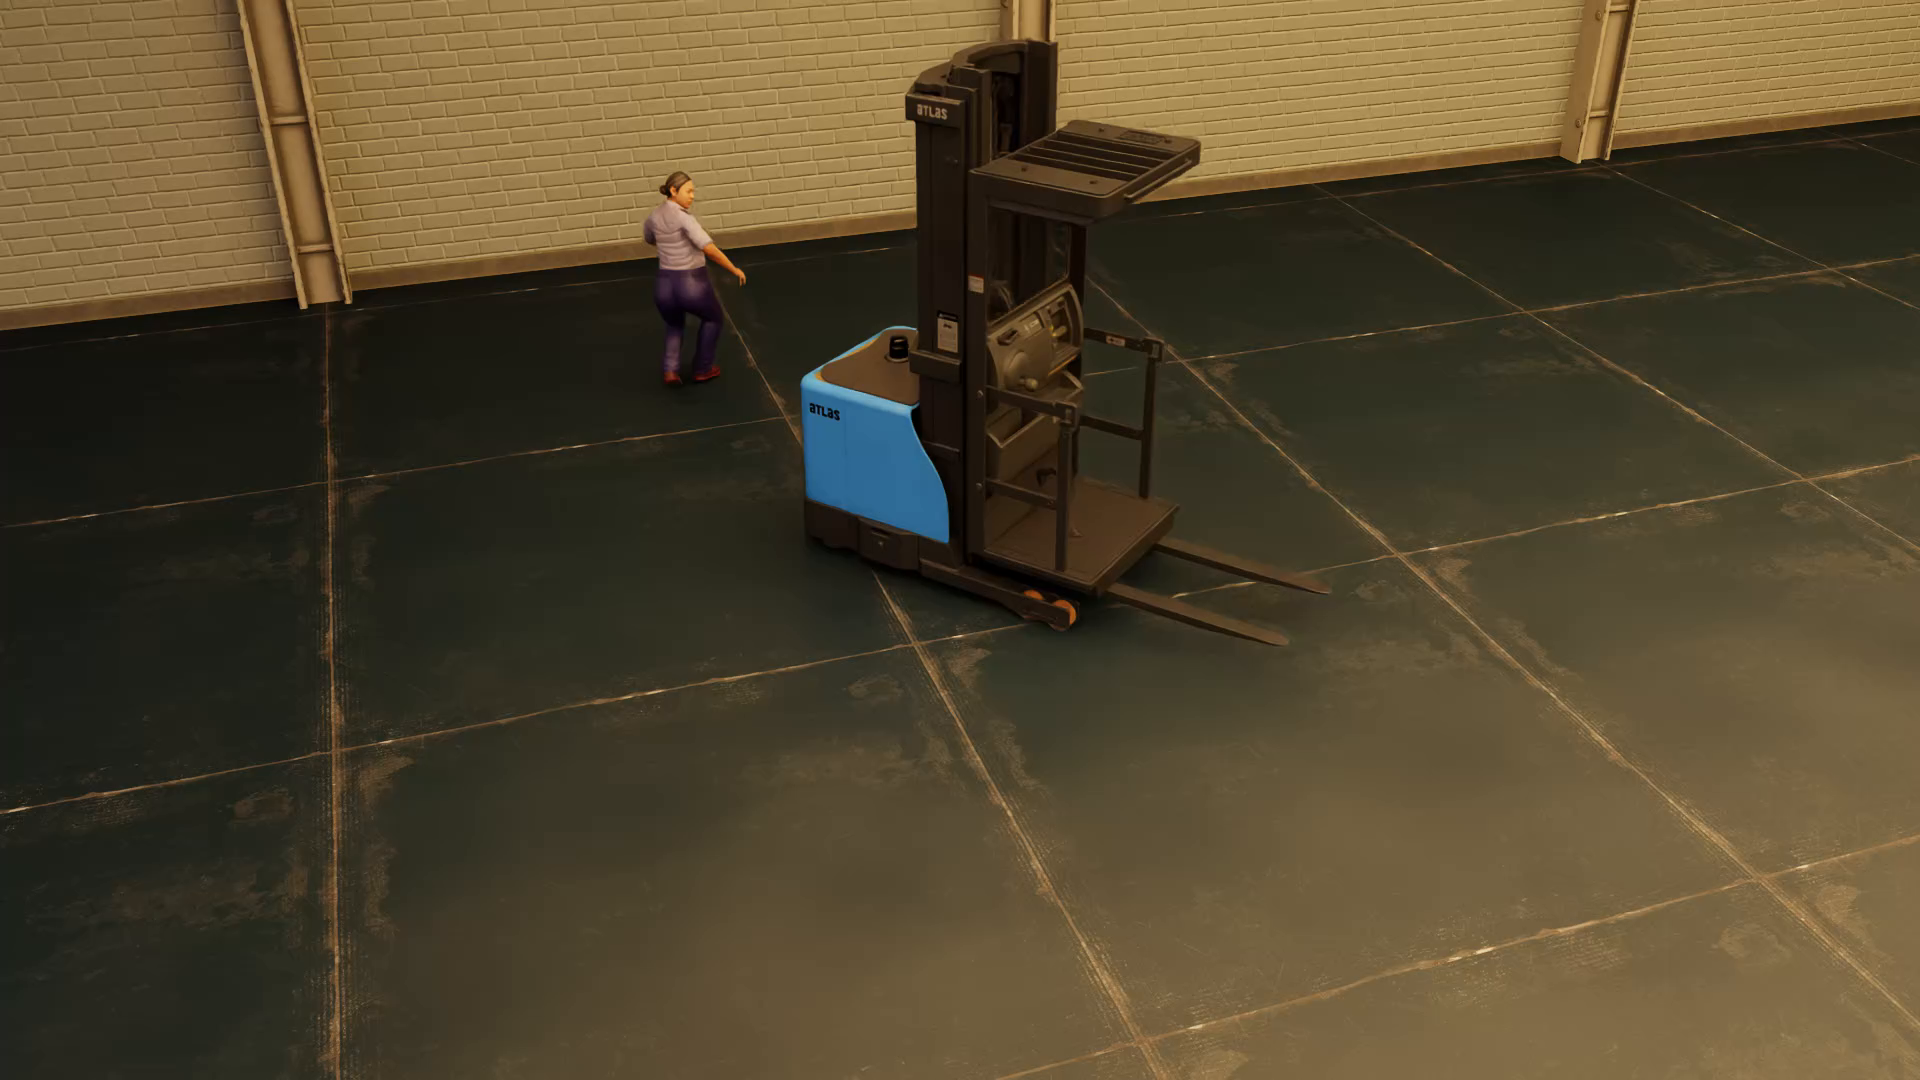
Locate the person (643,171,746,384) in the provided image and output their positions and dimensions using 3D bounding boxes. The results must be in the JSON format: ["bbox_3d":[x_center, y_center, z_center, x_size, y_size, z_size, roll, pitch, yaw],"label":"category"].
[{"bbox_3d":[-1.861,-1.824,11.665,0.779,1.530,0.740,11,32,19],"label":"person"}]

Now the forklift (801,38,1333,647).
[{"bbox_3d":[0.589,-1.074,8.953,3.031,2.935,1.130,18,34,28],"label":"forklift"}]
